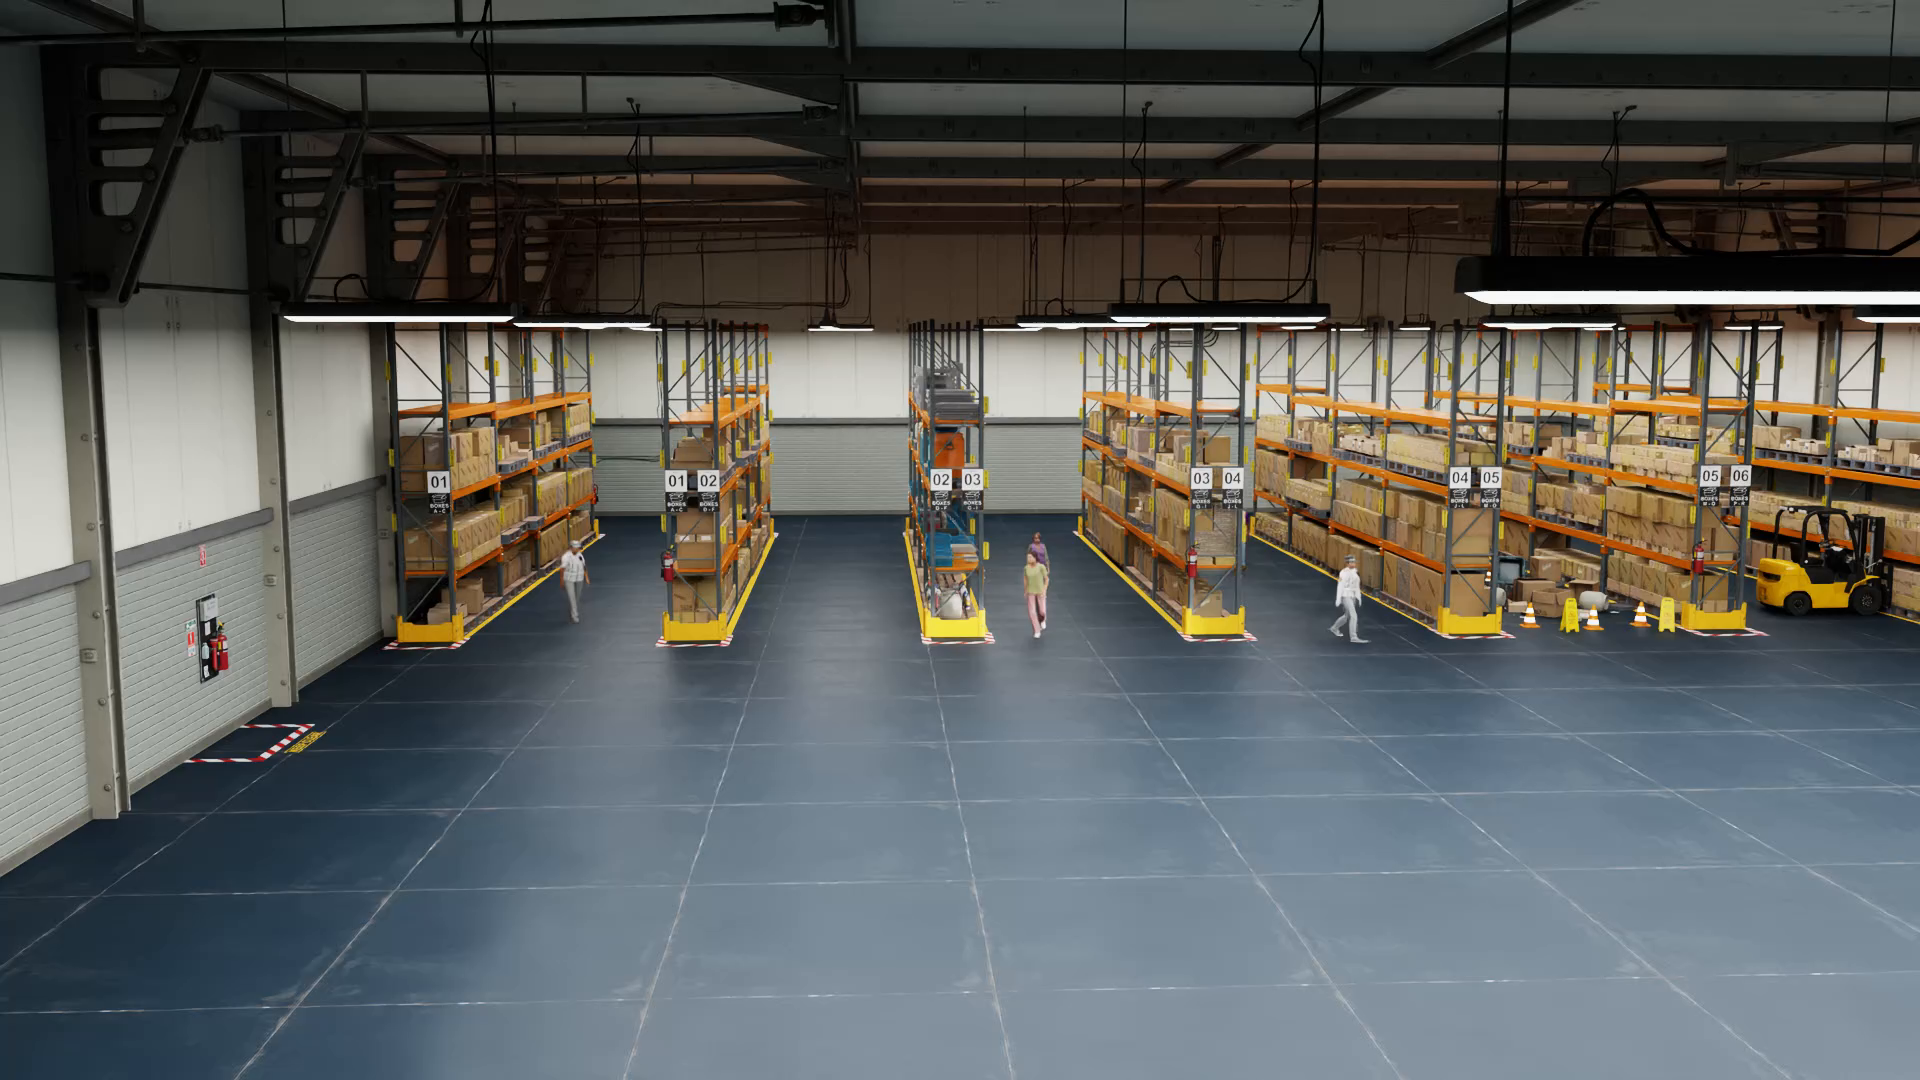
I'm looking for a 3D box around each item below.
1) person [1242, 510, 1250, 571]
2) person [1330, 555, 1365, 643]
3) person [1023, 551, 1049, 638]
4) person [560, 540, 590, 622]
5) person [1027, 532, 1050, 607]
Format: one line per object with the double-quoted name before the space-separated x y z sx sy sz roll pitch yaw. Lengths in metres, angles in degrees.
"person" 6.773 -0.137 40.557 0.682 1.712 1.093 -1 7 -6
"person" 7.276 1.068 31.147 0.500 1.631 0.888 -7 10 -43
"person" 1.446 1.010 31.680 0.508 1.643 0.627 2 7 12
"person" -7.741 0.795 33.333 0.551 1.595 1.083 -4 8 -31
"person" 1.650 0.612 34.924 0.433 1.540 0.955 -2 7 -12
